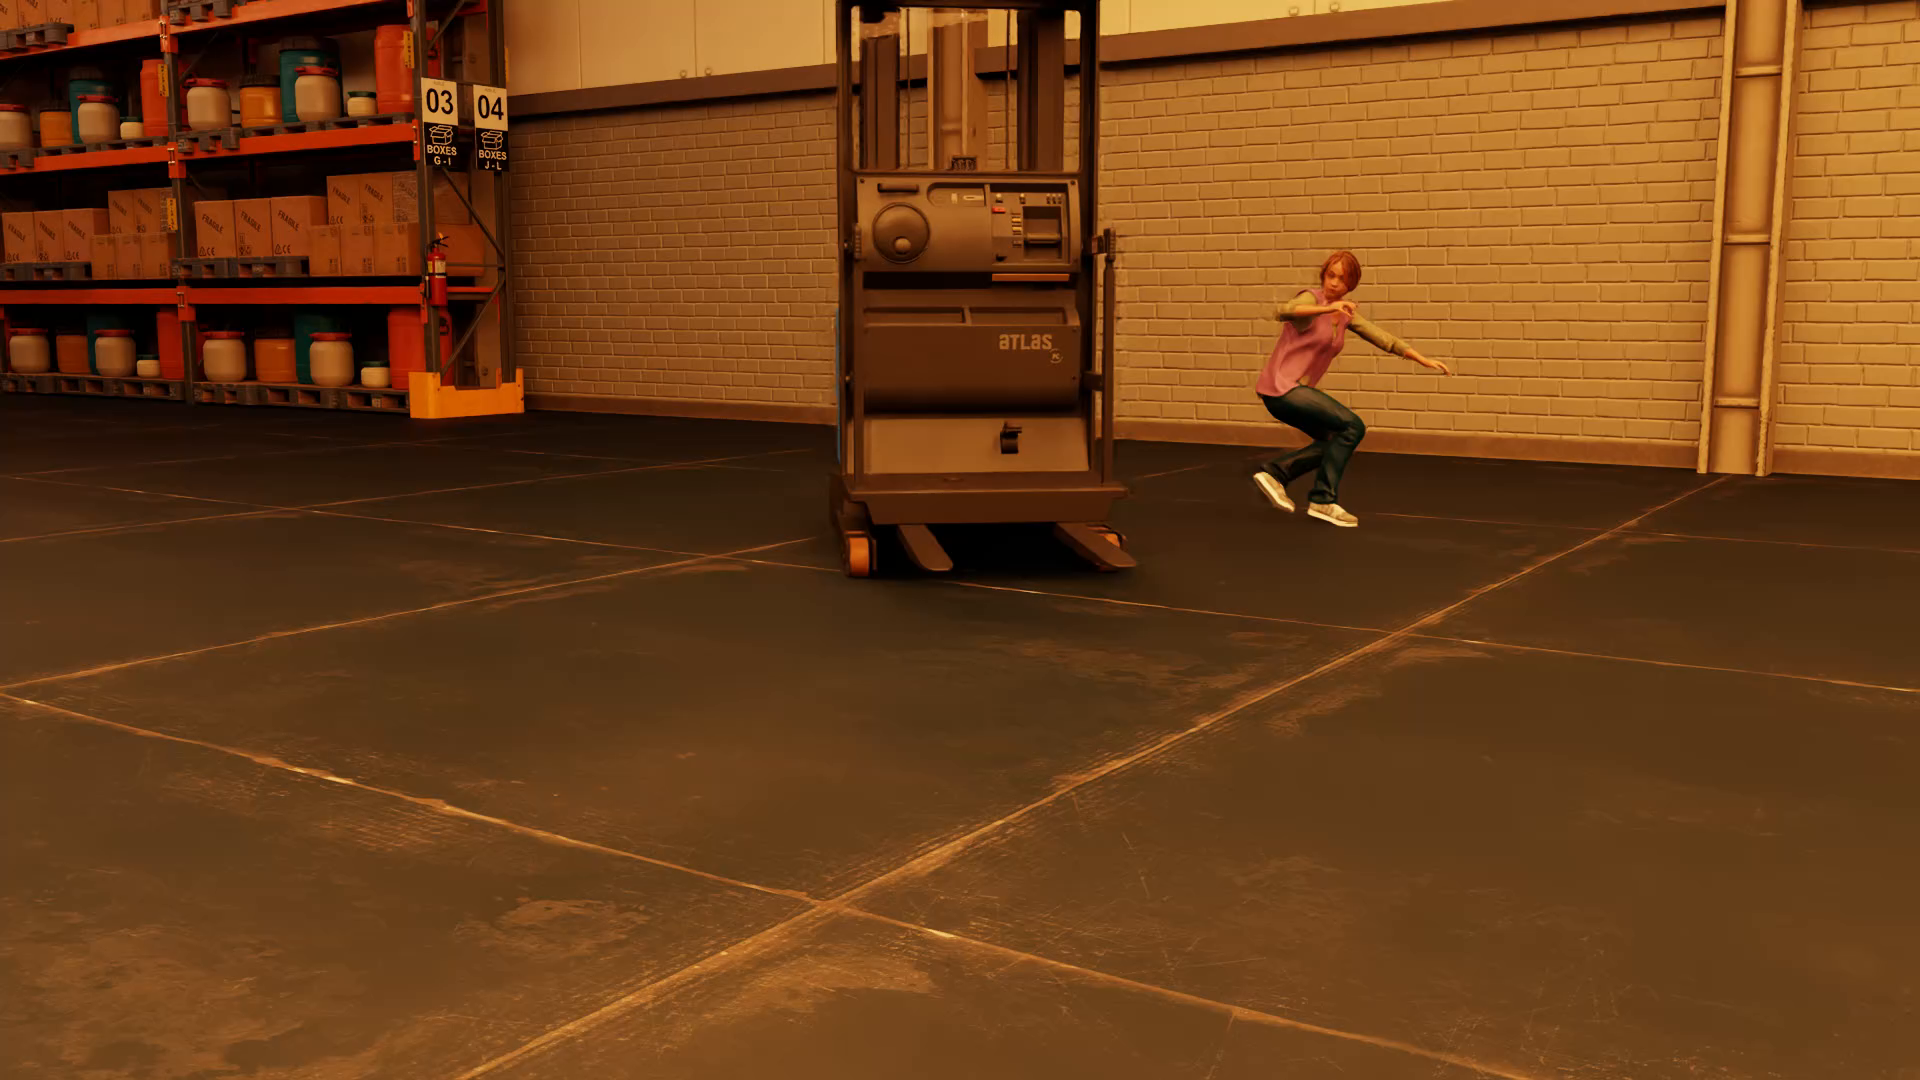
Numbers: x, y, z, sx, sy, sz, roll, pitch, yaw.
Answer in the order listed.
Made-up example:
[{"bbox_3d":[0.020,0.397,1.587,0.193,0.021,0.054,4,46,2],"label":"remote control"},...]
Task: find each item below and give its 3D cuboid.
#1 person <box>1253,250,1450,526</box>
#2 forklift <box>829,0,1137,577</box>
[{"bbox_3d":[1.886,-0.732,8.117,0.922,1.320,0.652,4,9,24],"label":"person"},{"bbox_3d":[0.064,-1.352,6.698,1.130,2.935,3.031,-1,8,-7],"label":"forklift"}]
